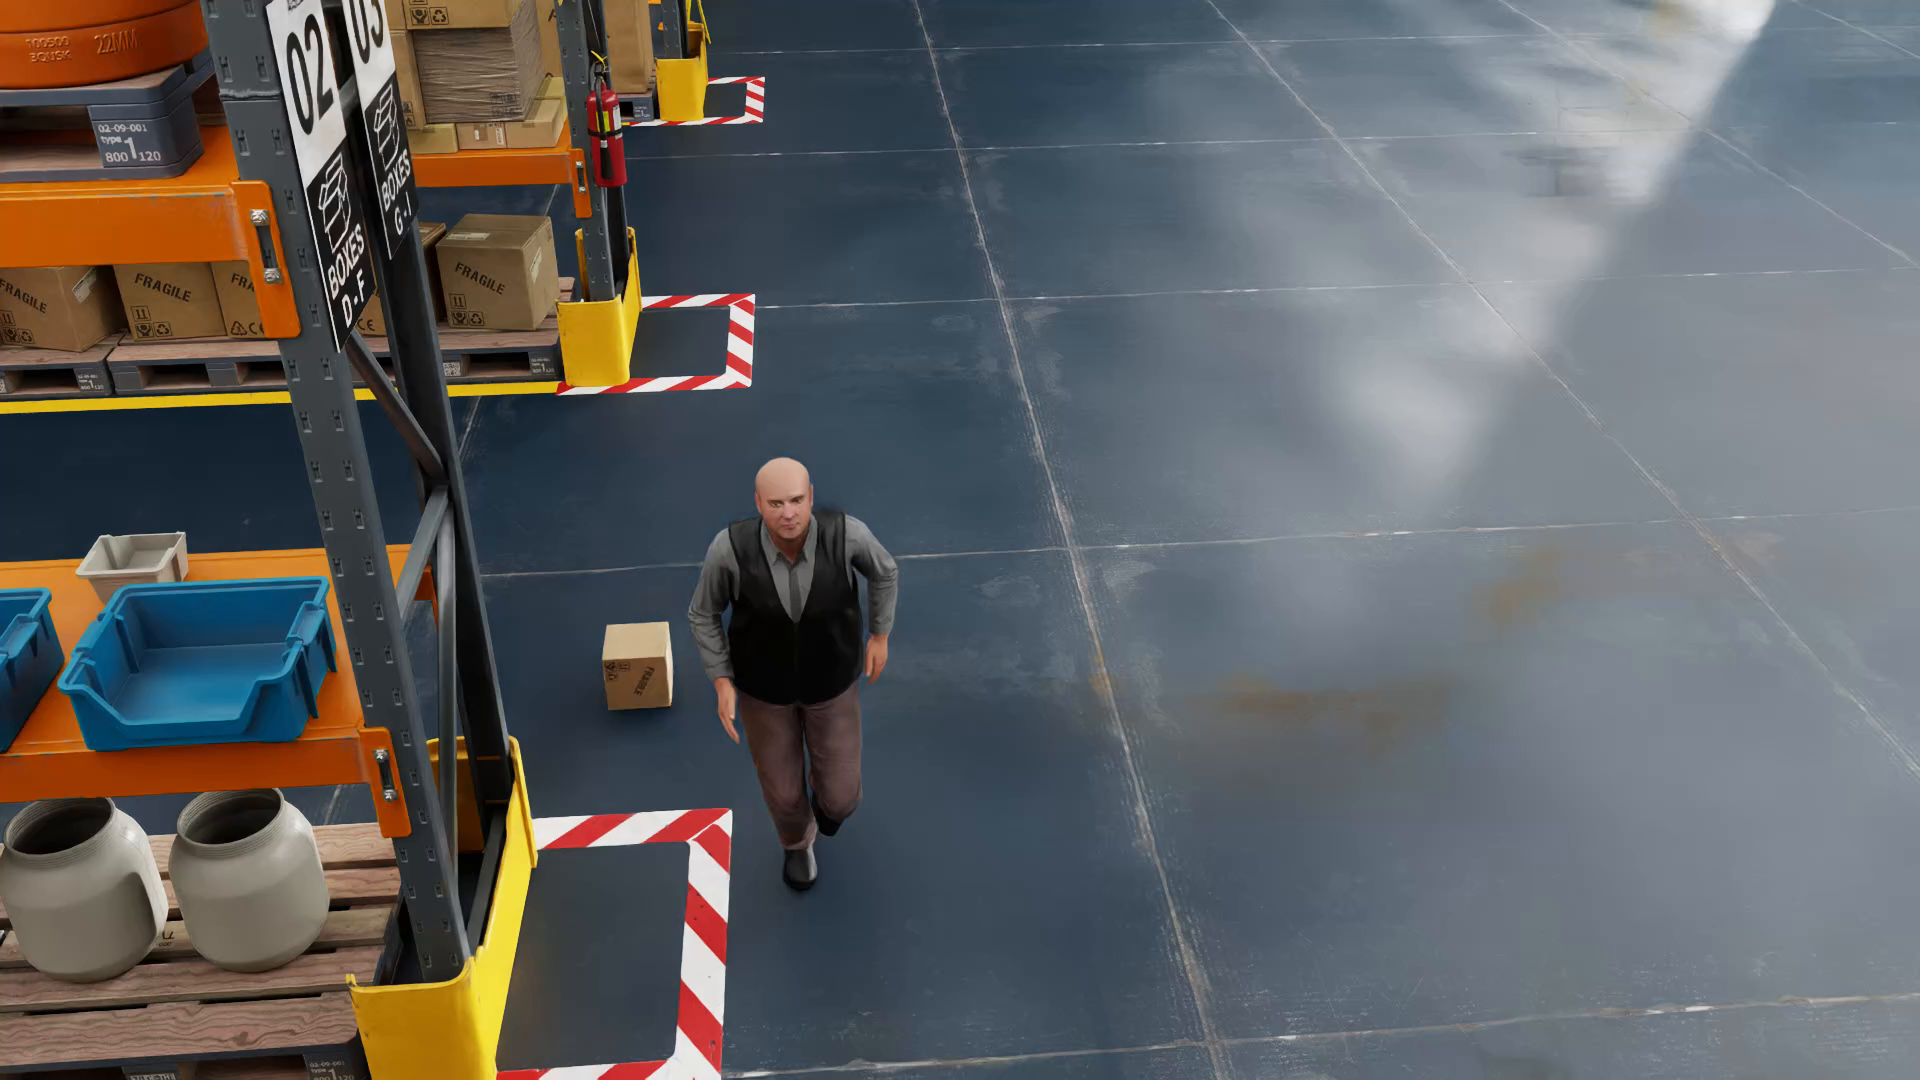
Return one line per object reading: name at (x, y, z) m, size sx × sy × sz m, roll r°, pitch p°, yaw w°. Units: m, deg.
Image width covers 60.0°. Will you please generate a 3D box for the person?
person at (-0.525, 0.482, 5.477) m, size 0.687 × 1.580 × 0.562 m, roll -5°, pitch 31°, yaw -7°
